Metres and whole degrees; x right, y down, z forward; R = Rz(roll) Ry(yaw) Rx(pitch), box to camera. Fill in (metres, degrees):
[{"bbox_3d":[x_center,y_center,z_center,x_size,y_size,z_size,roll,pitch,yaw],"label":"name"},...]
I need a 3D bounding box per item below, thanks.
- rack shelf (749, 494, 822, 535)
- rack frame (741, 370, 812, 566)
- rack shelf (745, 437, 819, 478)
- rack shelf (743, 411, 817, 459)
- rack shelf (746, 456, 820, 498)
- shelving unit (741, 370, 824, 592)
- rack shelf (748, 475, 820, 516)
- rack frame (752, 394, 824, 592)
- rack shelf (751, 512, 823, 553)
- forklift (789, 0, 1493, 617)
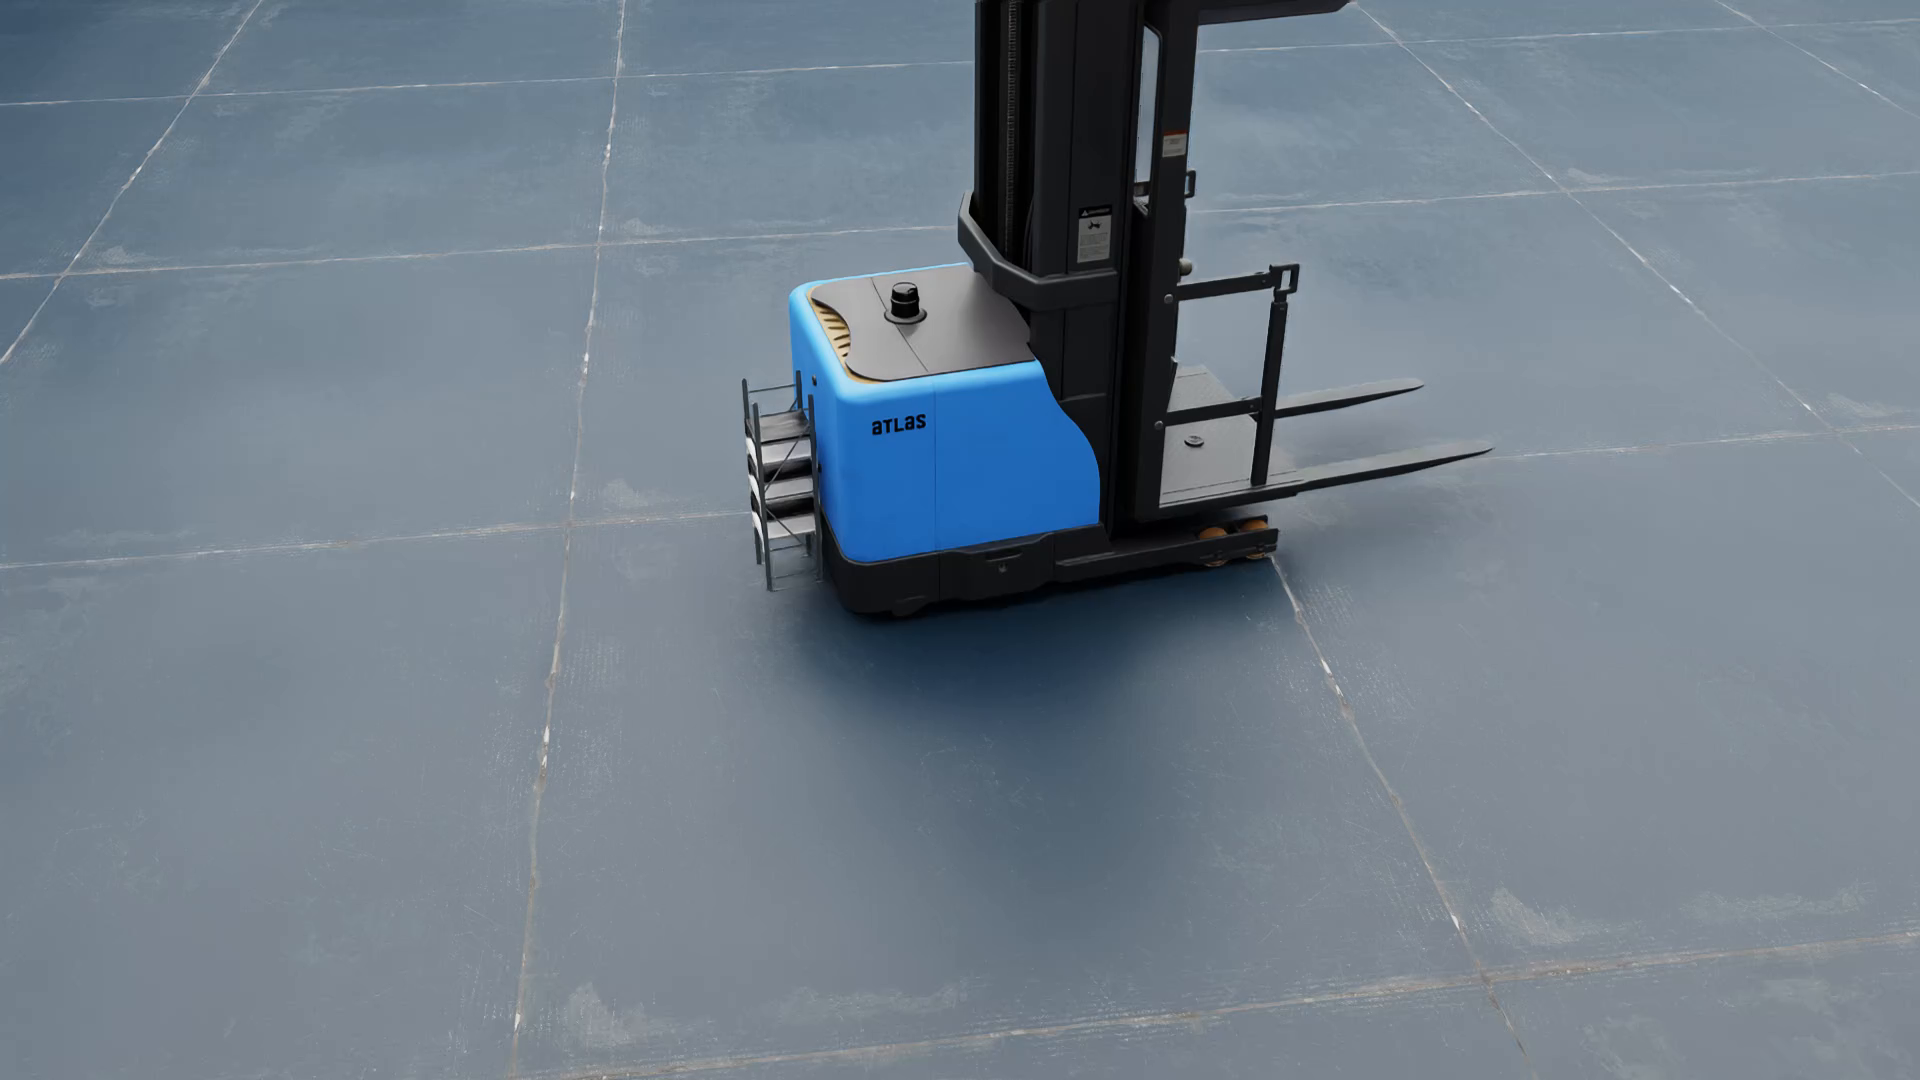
[{"bbox_3d":[-0.720,-0.128,6.858,0.258,0.077,0.200,-10,36,-15],"label":"rack shelf"},{"bbox_3d":[-0.751,-0.284,6.868,0.240,0.900,0.006,-10,36,-15],"label":"rack frame"},{"bbox_3d":[-0.720,-0.351,6.706,0.258,0.077,0.200,-10,36,-15],"label":"rack shelf"},{"bbox_3d":[-0.720,-0.425,6.655,0.258,0.077,0.200,-10,36,-15],"label":"rack shelf"},{"bbox_3d":[-0.720,-0.277,6.756,0.258,0.077,0.200,-10,36,-15],"label":"rack shelf"},{"bbox_3d":[-0.720,-0.230,6.788,0.258,0.900,0.210,-10,36,-15],"label":"shelving unit"},{"bbox_3d":[-0.720,-0.202,6.807,0.258,0.077,0.200,-10,36,-15],"label":"rack shelf"},{"bbox_3d":[-0.688,-0.176,6.708,0.240,0.900,0.006,-10,36,-15],"label":"rack frame"},{"bbox_3d":[-0.720,-0.054,6.908,0.258,0.077,0.200,-10,36,-15],"label":"rack shelf"},{"bbox_3d":[0.851,-1.372,6.660,3.031,2.935,1.130,-10,35,-14],"label":"forklift"}]
